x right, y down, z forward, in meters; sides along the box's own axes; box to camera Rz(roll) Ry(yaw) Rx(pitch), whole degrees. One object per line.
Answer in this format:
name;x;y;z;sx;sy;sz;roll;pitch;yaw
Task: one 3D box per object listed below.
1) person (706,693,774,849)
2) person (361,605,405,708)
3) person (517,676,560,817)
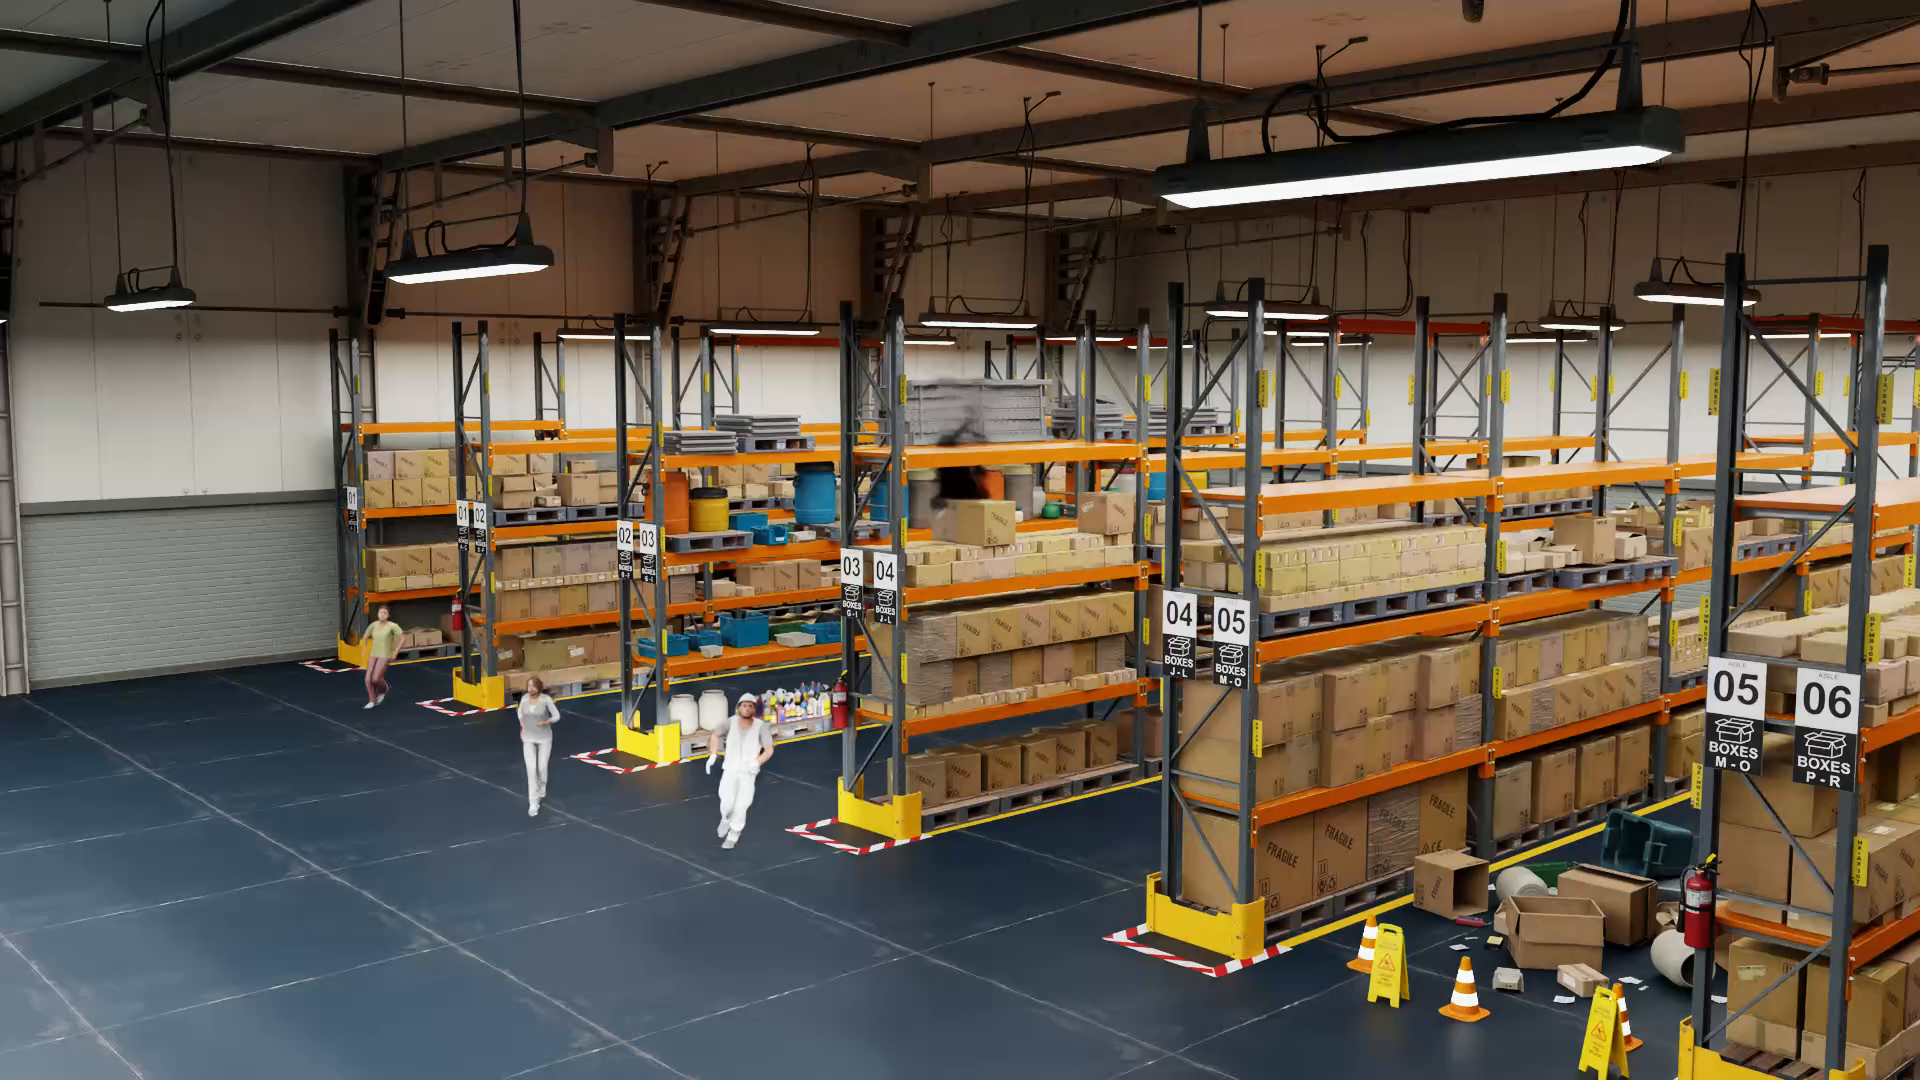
person;-2.396;2.527;18.087;0.736;1.711;0.581;0;6;-4
person;-8.989;1.818;25.798;0.635;1.611;0.509;1;6;8
person;-5.029;2.409;19.855;0.524;1.613;0.820;-1;6;-6
